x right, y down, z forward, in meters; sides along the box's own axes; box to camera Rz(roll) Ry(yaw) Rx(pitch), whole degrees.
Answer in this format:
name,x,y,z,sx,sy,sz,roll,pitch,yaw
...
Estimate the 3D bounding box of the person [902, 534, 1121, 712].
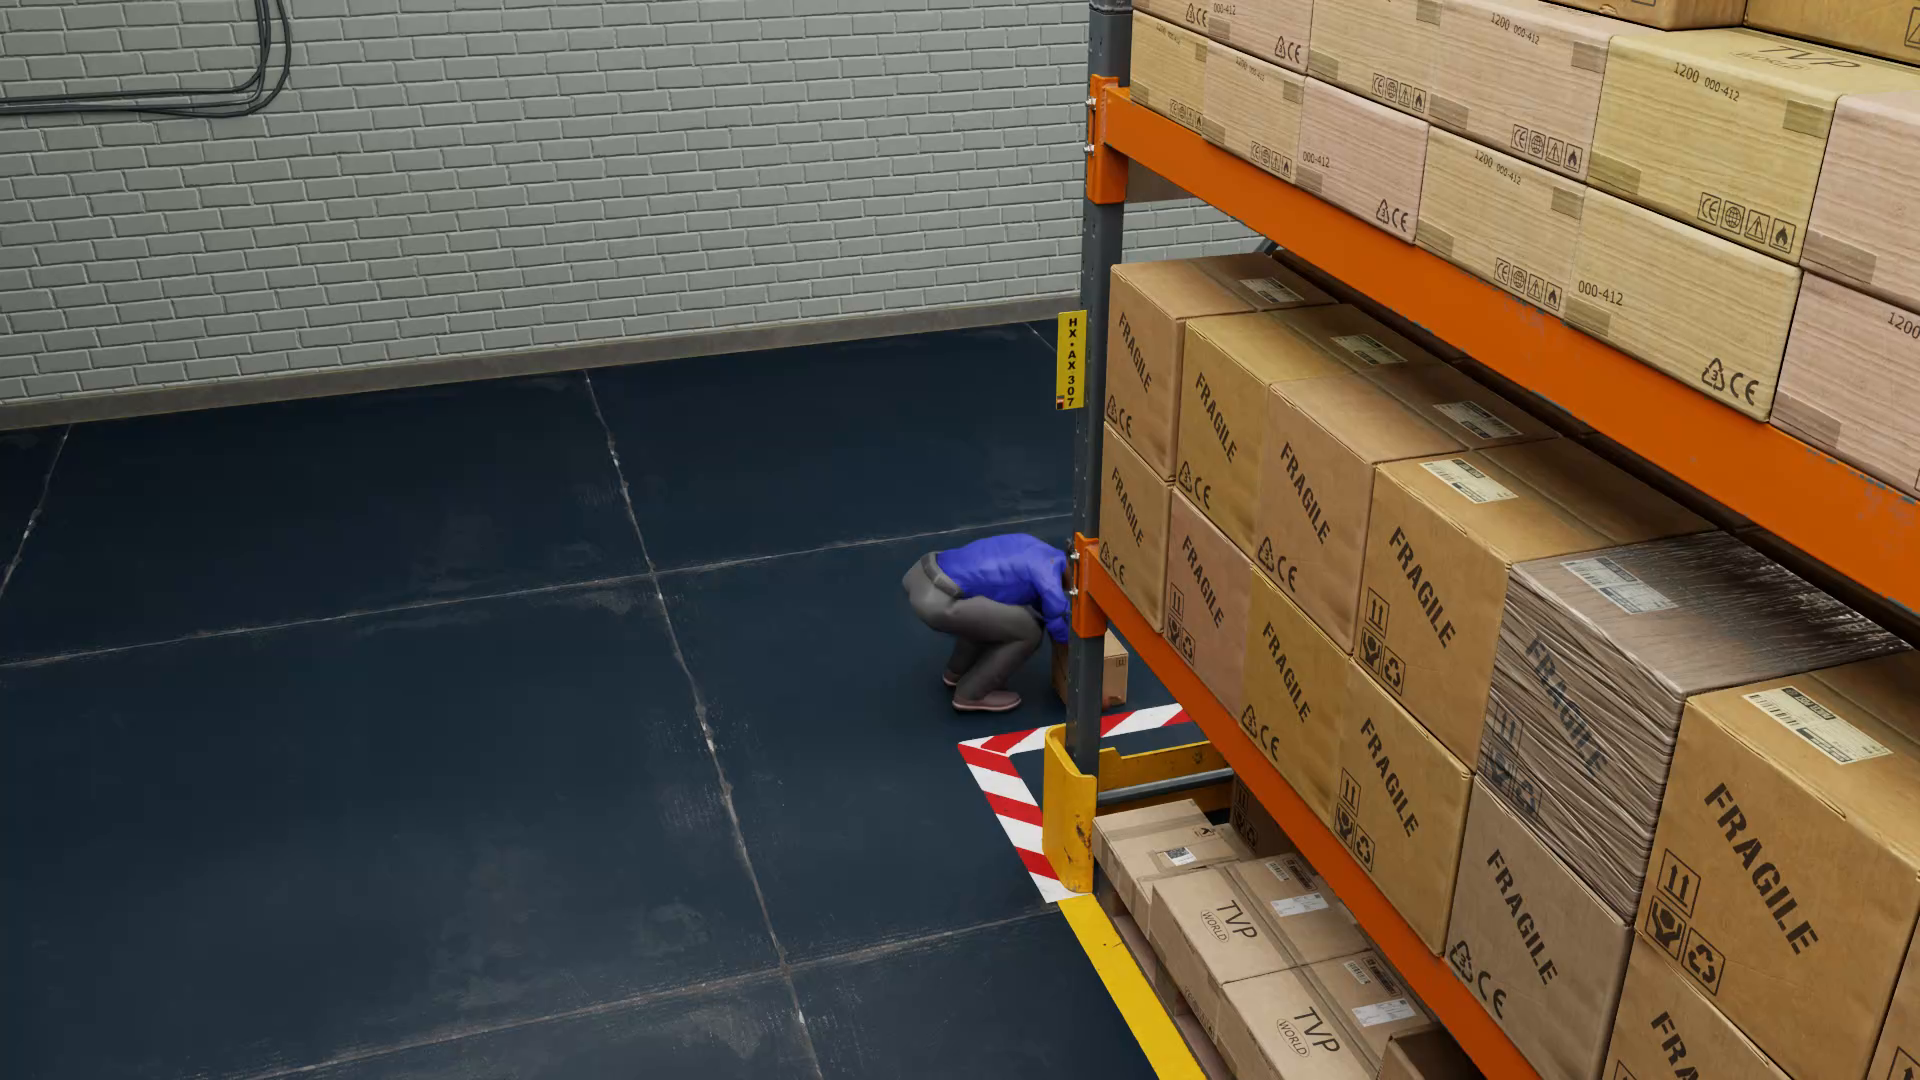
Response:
name,x,y,z,sx,sy,sz,roll,pitch,yaw
person,0.203,0.342,6.992,0.876,0.747,0.496,-6,27,-12
